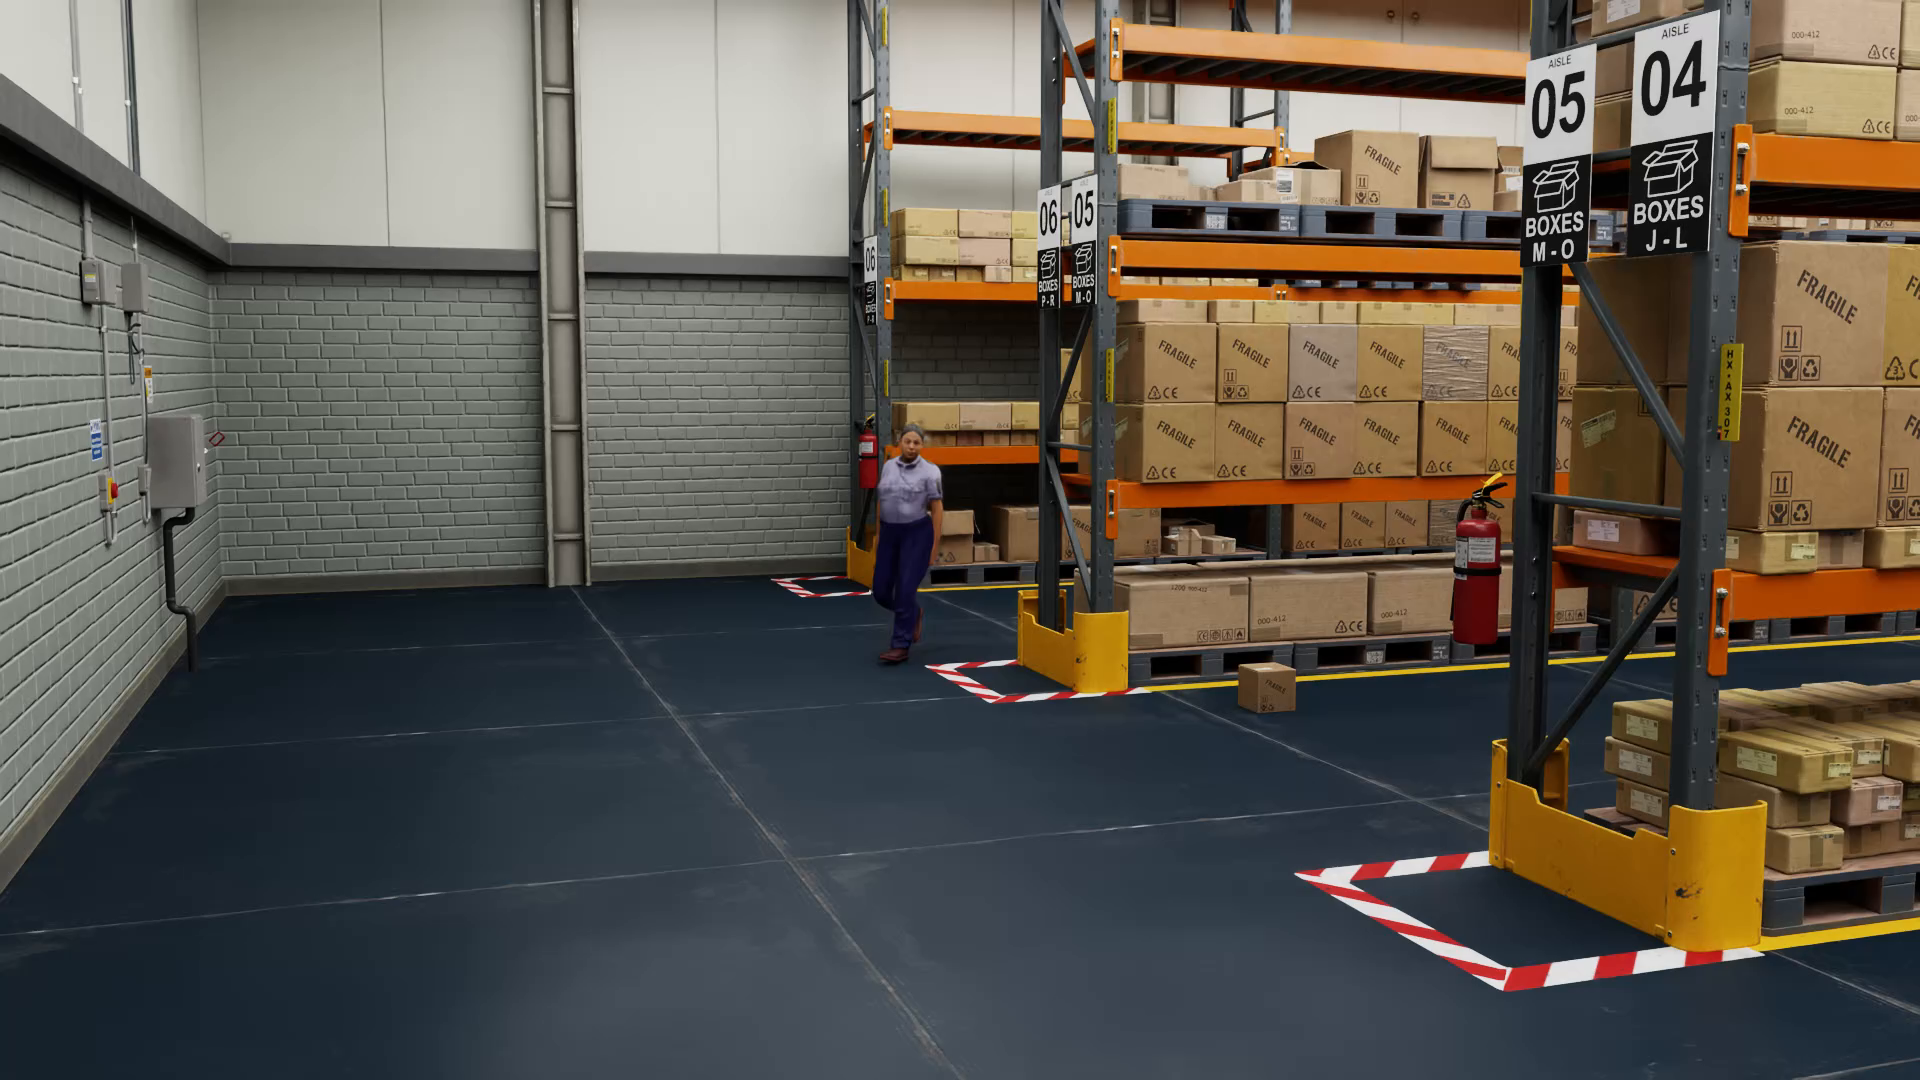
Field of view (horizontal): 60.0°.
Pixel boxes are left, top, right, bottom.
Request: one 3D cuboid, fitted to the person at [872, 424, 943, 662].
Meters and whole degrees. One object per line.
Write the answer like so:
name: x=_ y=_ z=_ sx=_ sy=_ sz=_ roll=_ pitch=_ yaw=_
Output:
person: x=-0.350 y=0.004 z=11.538 sx=0.495 sy=1.624 sz=0.703 roll=3 pitch=7 yaw=30
